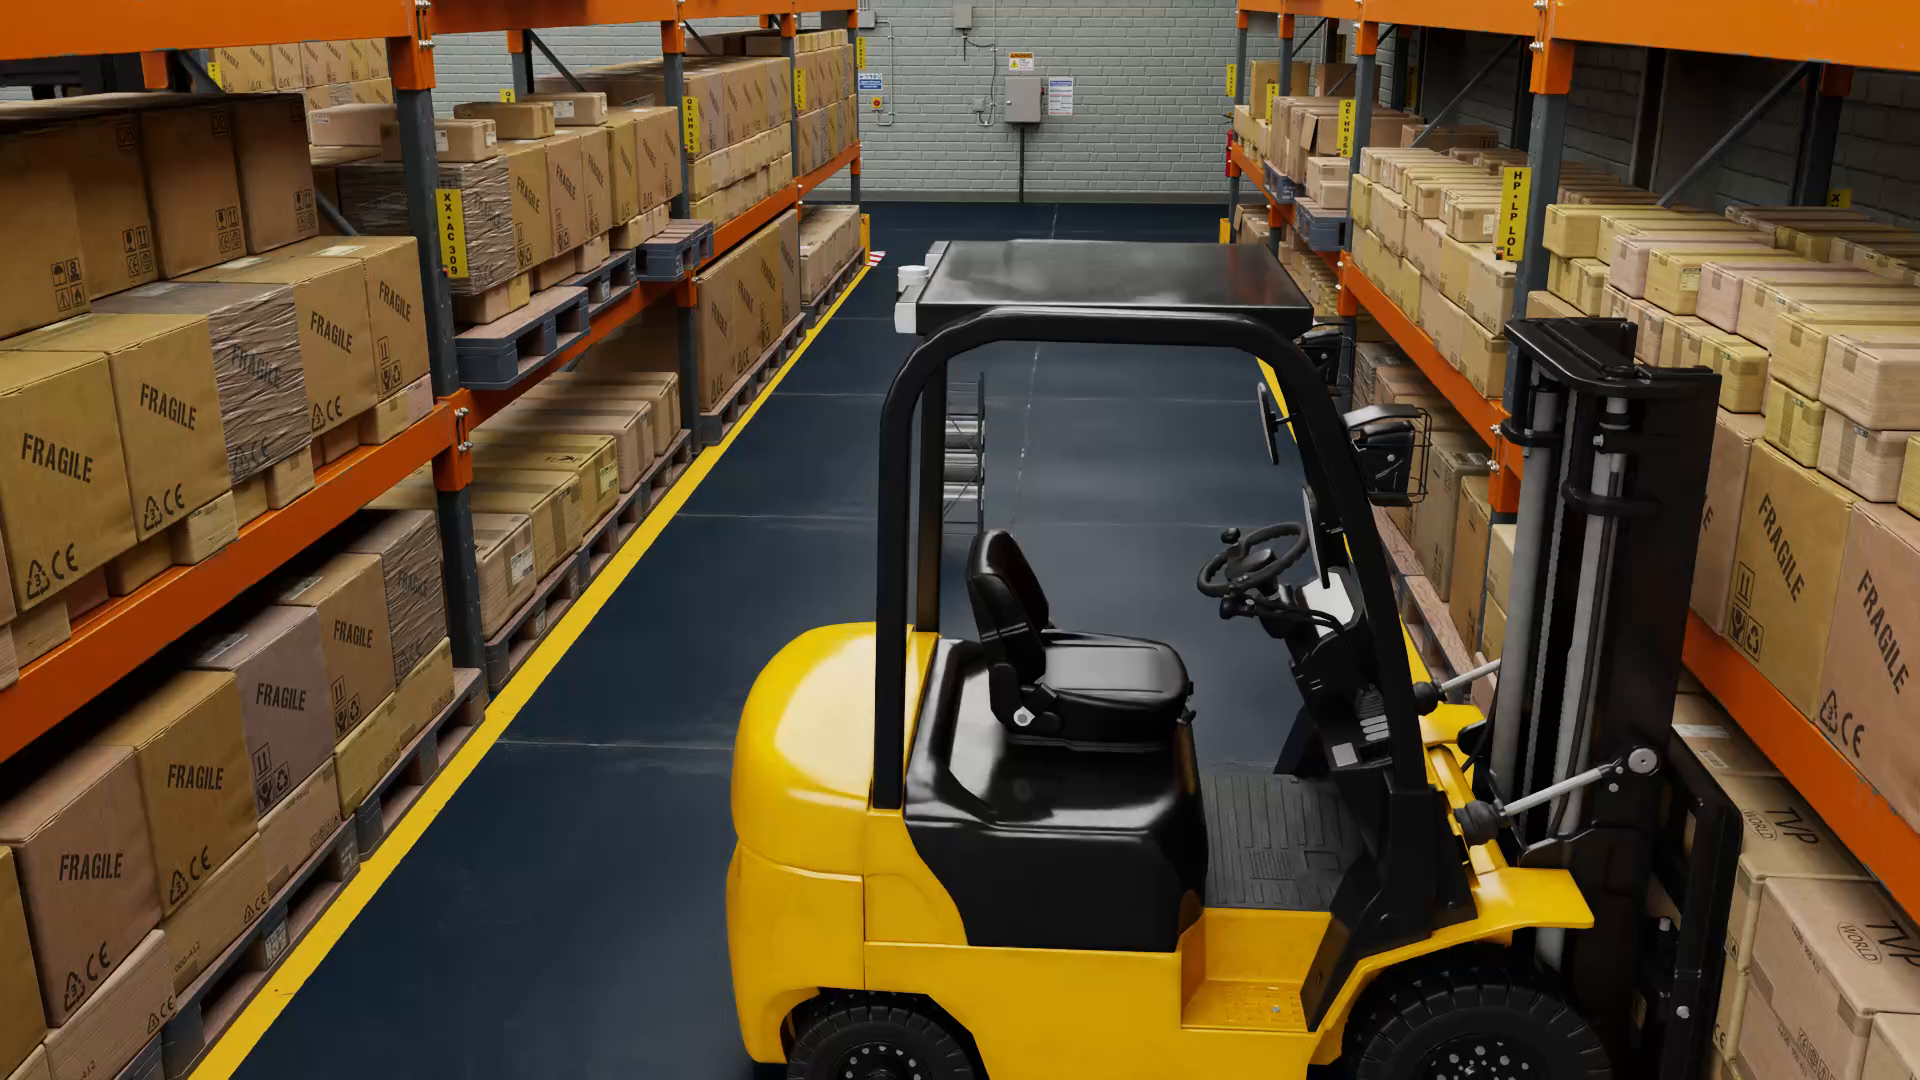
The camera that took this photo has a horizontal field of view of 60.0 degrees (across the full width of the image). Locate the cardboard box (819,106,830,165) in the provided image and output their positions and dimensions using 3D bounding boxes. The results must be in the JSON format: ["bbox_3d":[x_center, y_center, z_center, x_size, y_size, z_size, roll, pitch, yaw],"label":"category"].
[{"bbox_3d":[-1.492,-3.726,15.315,0.500,0.500,0.500,1,18,4],"label":"cardboard box"}]

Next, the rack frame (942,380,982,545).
[{"bbox_3d":[-0.007,-0.399,8.694,0.240,0.900,0.006,1,18,4],"label":"rack frame"}]

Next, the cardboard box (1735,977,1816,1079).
[{"bbox_3d":[1.992,1.165,3.490,0.500,0.250,0.500,1,18,3],"label":"cardboard box"}]

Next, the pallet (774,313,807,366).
[{"bbox_3d":[-1.849,-1.661,13.654,1.003,0.211,1.213,1,18,4],"label":"pallet"}]

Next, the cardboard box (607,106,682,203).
[{"bbox_3d":[-1.911,-2.226,9.588,0.500,0.500,0.500,1,18,2],"label":"cardboard box"}]

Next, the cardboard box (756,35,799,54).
[{"bbox_3d":[-1.585,-4.231,14.210,0.380,0.149,0.250,2,18,5],"label":"cardboard box"}]

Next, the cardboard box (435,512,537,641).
[{"bbox_3d":[-2.408,0.143,7.215,0.950,0.372,0.625,2,18,5],"label":"cardboard box"}]

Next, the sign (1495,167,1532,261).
[{"bbox_3d":[1.967,-1.155,5.899,0.100,0.325,0.005,1,18,4],"label":"sign"}]

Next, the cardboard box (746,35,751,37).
[{"bbox_3d":[-2.010,-4.318,14.476,0.380,0.149,0.250,1,18,4],"label":"cardboard box"}]

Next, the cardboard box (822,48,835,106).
[{"bbox_3d":[-1.464,-4.365,15.661,0.500,0.500,0.500,1,18,4],"label":"cardboard box"}]

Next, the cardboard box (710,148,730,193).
[{"bbox_3d":[-1.835,-2.464,11.064,0.500,0.250,0.500,2,18,5],"label":"cardboard box"}]

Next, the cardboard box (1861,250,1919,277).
[{"bbox_3d":[2.728,-0.706,4.580,0.380,0.149,0.250,1,18,3],"label":"cardboard box"}]

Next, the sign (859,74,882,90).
[{"bbox_3d":[-1.245,-6.370,23.113,0.327,0.218,0.001,1,18,4],"label":"sign"}]

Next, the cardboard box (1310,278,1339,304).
[{"bbox_3d":[2.701,-1.766,11.794,0.380,0.149,0.250,0,18,1],"label":"cardboard box"}]

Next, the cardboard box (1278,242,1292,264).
[{"bbox_3d":[2.791,-2.333,13.523,0.380,0.149,0.250,2,18,7],"label":"cardboard box"}]

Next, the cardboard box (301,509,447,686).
[{"bbox_3d":[-2.217,0.197,6.041,0.500,0.500,0.500,1,18,3],"label":"cardboard box"}]

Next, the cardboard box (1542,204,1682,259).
[{"bbox_3d":[2.190,-1.038,5.594,0.380,0.149,0.250,2,18,5],"label":"cardboard box"}]

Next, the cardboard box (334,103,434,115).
[{"bbox_3d":[-2.602,-1.888,7.514,0.380,0.149,0.250,1,18,2],"label":"cardboard box"}]

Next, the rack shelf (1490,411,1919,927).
[{"bbox_3d":[2.365,0.330,4.255,1.077,0.370,4.000,1,18,4],"label":"rack shelf"}]

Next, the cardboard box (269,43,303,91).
[{"bbox_3d":[-6.449,-4.423,15.359,0.500,0.500,0.500,2,18,5],"label":"cardboard box"}]

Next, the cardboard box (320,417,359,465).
[{"bbox_3d":[-2.269,-0.360,5.608,0.380,0.149,0.250,1,18,4],"label":"cardboard box"}]

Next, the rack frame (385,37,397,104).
[{"bbox_3d":[-6.527,-4.549,17.989,1.000,3.000,0.127,1,18,4],"label":"rack frame"}]

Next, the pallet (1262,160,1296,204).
[{"bbox_3d":[2.916,-2.781,12.902,1.003,0.211,1.213,1,18,4],"label":"pallet"}]

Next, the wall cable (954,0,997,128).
[{"bbox_3d":[0.214,-6.677,22.850,0.588,1.984,0.122,1,18,4],"label":"wall cable"}]

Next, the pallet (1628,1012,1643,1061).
[{"bbox_3d":[2.325,1.318,4.563,1.003,0.211,1.213,1,18,4],"label":"pallet"}]

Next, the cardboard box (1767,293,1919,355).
[{"bbox_3d":[2.141,-0.481,3.893,0.380,0.149,0.250,2,18,5],"label":"cardboard box"}]

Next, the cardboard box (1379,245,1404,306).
[{"bbox_3d":[2.449,-1.356,8.485,0.500,0.250,0.500,1,18,2],"label":"cardboard box"}]

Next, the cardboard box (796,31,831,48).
[{"bbox_3d":[-1.445,-4.788,15.908,0.380,0.149,0.250,2,18,5],"label":"cardboard box"}]

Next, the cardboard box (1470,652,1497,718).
[{"bbox_3d":[2.144,0.616,5.966,0.500,0.250,0.500,1,18,4],"label":"cardboard box"}]

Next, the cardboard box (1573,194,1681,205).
[{"bbox_3d":[2.879,-1.410,7.206,0.380,0.149,0.250,1,18,4],"label":"cardboard box"}]

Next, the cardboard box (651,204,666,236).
[{"bbox_3d":[-1.865,-1.794,9.311,0.380,0.149,0.250,1,18,3],"label":"cardboard box"}]

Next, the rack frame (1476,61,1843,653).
[{"bbox_3d":[2.509,-0.633,6.039,1.000,3.000,0.127,1,18,4],"label":"rack frame"}]

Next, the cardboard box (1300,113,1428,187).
[{"bbox_3d":[2.728,-2.636,11.309,0.797,0.503,0.637,1,18,3],"label":"cardboard box"}]

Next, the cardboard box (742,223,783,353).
[{"bbox_3d":[-1.891,-1.943,12.772,0.875,0.875,0.875,2,18,6],"label":"cardboard box"}]

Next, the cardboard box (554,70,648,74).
[{"bbox_3d":[-2.351,-2.834,10.988,0.500,0.500,0.500,2,18,5],"label":"cardboard box"}]

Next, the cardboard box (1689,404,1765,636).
[{"bbox_3d":[2.103,-0.074,4.171,0.500,0.500,0.500,1,18,4],"label":"cardboard box"}]

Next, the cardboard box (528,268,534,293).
[{"bbox_3d":[-2.117,-1.155,7.360,0.380,0.149,0.250,2,18,7],"label":"cardboard box"}]

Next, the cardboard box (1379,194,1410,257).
[{"bbox_3d":[2.427,-1.592,8.403,0.500,0.250,0.500,1,18,3],"label":"cardboard box"}]

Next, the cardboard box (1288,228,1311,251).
[{"bbox_3d":[2.820,-2.392,13.227,0.380,0.149,0.250,0,18,1],"label":"cardboard box"}]

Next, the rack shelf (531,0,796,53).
[{"bbox_3d":[-2.013,-3.690,11.706,1.077,0.370,4.000,1,18,4],"label":"rack shelf"}]

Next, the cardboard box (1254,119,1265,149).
[{"bbox_3d":[2.945,-3.662,15.046,0.500,0.250,0.500,1,18,4],"label":"cardboard box"}]

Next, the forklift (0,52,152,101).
[{"bbox_3d":[-5.276,-1.749,9.553,3.031,2.935,1.130,-15,24,-39],"label":"forklift"}]

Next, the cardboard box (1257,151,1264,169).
[{"bbox_3d":[2.881,-3.427,14.967,0.380,0.149,0.250,1,18,3],"label":"cardboard box"}]

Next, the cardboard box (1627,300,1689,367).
[{"bbox_3d":[2.103,-0.578,4.667,0.380,0.149,0.250,1,18,3],"label":"cardboard box"}]

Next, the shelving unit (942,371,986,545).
[{"bbox_3d":[0.001,-0.430,8.791,0.258,0.900,0.210,1,18,4],"label":"shelving unit"}]

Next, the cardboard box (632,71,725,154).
[{"bbox_3d":[-1.851,-2.810,10.915,0.500,0.500,0.500,1,18,4],"label":"cardboard box"}]

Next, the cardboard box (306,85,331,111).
[{"bbox_3d":[-6.417,-4.121,16.043,0.500,0.500,0.500,2,18,7],"label":"cardboard box"}]

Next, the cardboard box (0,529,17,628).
[{"bbox_3d":[-2.385,0.008,3.442,0.500,0.500,0.500,2,18,6],"label":"cardboard box"}]

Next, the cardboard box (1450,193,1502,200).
[{"bbox_3d":[2.350,-1.420,7.238,0.380,0.149,0.250,1,18,3],"label":"cardboard box"}]

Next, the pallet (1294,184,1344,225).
[{"bbox_3d":[2.930,-2.389,11.704,1.003,0.211,1.213,1,18,4],"label":"pallet"}]

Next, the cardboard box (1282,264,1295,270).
[{"bbox_3d":[2.823,-1.985,13.502,0.500,0.500,0.500,2,18,6],"label":"cardboard box"}]

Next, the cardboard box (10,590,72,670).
[{"bbox_3d":[-2.346,0.199,3.900,0.380,0.149,0.250,2,18,5],"label":"cardboard box"}]

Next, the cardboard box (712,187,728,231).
[{"bbox_3d":[-1.851,-2.220,11.123,0.500,0.250,0.500,1,18,2],"label":"cardboard box"}]

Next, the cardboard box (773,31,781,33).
[{"bbox_3d":[-1.932,-4.871,16.163,0.380,0.149,0.250,1,18,4],"label":"cardboard box"}]

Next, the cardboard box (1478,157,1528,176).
[{"bbox_3d":[2.987,-1.963,8.895,0.380,0.149,0.250,1,18,4],"label":"cardboard box"}]

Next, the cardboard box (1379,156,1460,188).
[{"bbox_3d":[2.468,-1.976,8.933,0.380,0.149,0.250,2,18,5],"label":"cardboard box"}]
